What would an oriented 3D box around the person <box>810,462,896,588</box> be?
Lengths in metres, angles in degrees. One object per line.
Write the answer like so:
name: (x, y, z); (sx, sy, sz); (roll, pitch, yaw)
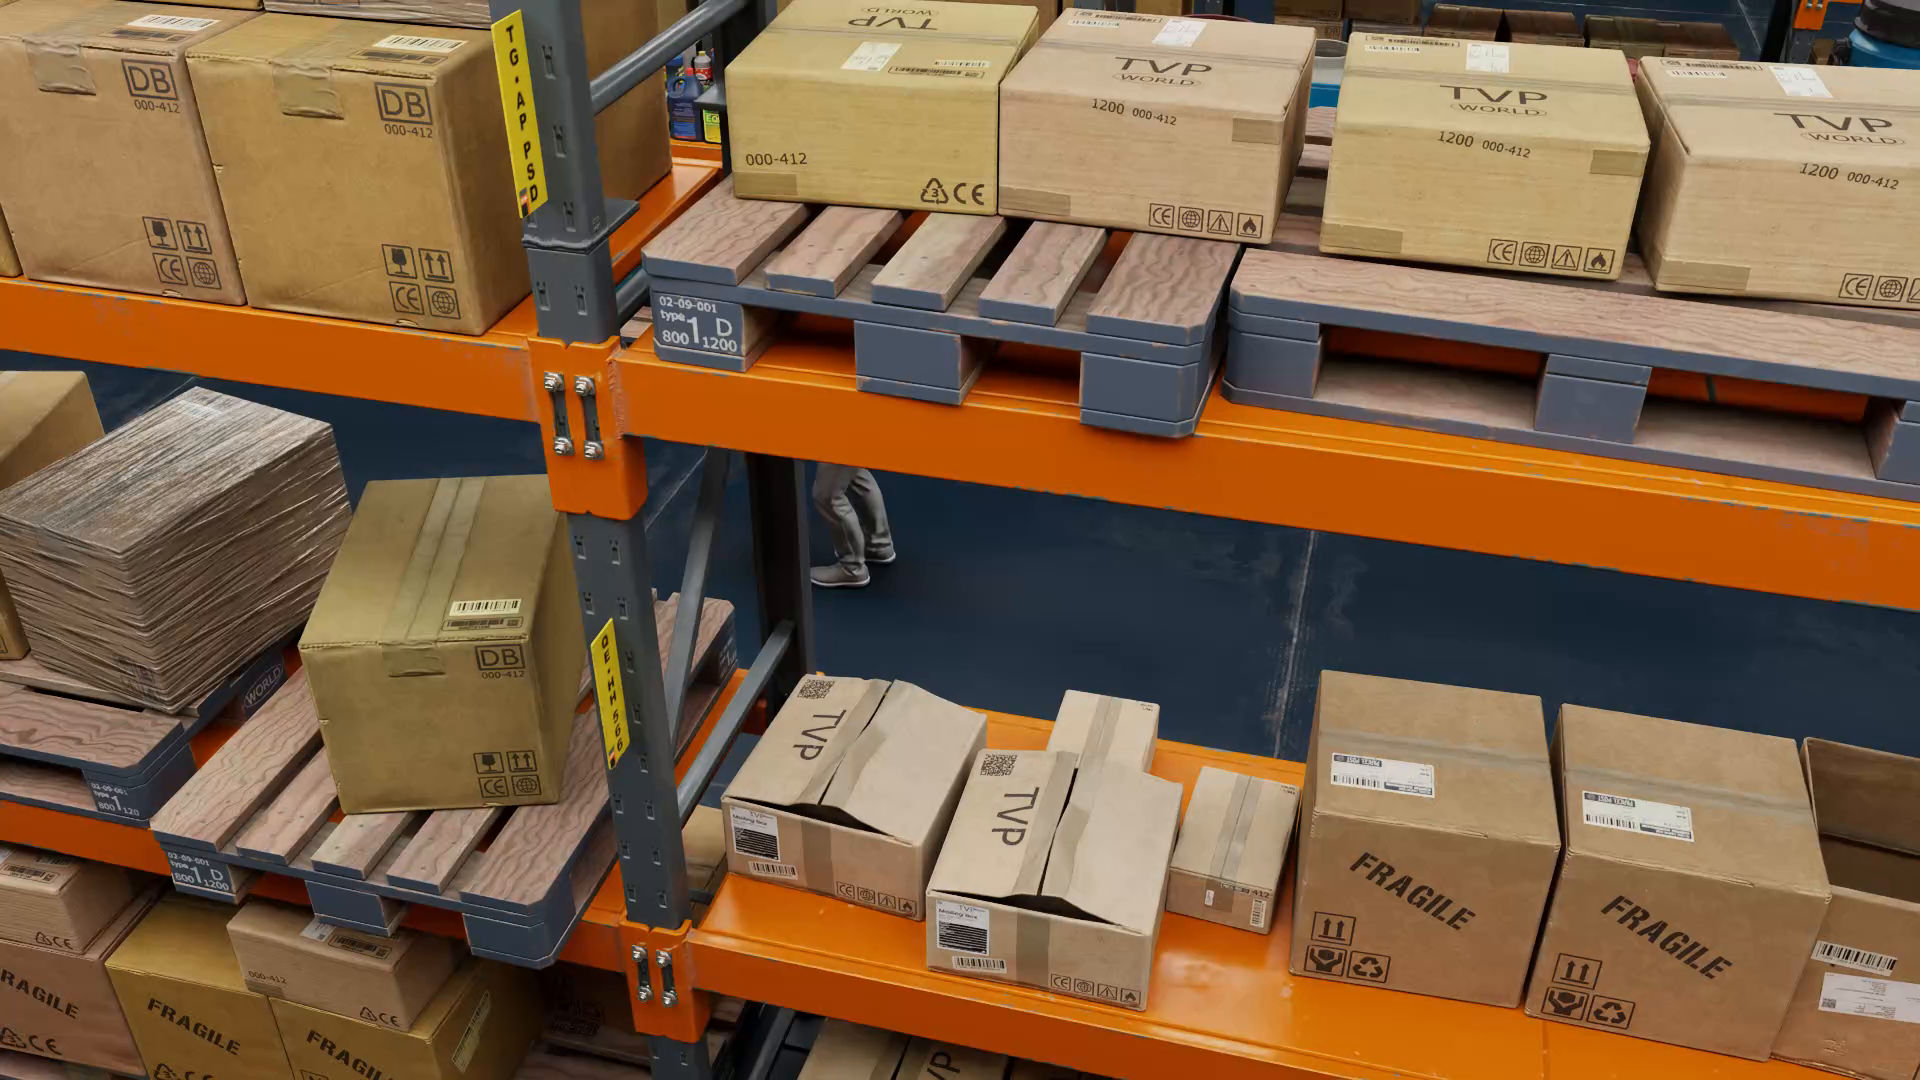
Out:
person: (-0.614, -0.487, 7.070); (0.756, 1.474, 0.415); (7, 34, 11)
